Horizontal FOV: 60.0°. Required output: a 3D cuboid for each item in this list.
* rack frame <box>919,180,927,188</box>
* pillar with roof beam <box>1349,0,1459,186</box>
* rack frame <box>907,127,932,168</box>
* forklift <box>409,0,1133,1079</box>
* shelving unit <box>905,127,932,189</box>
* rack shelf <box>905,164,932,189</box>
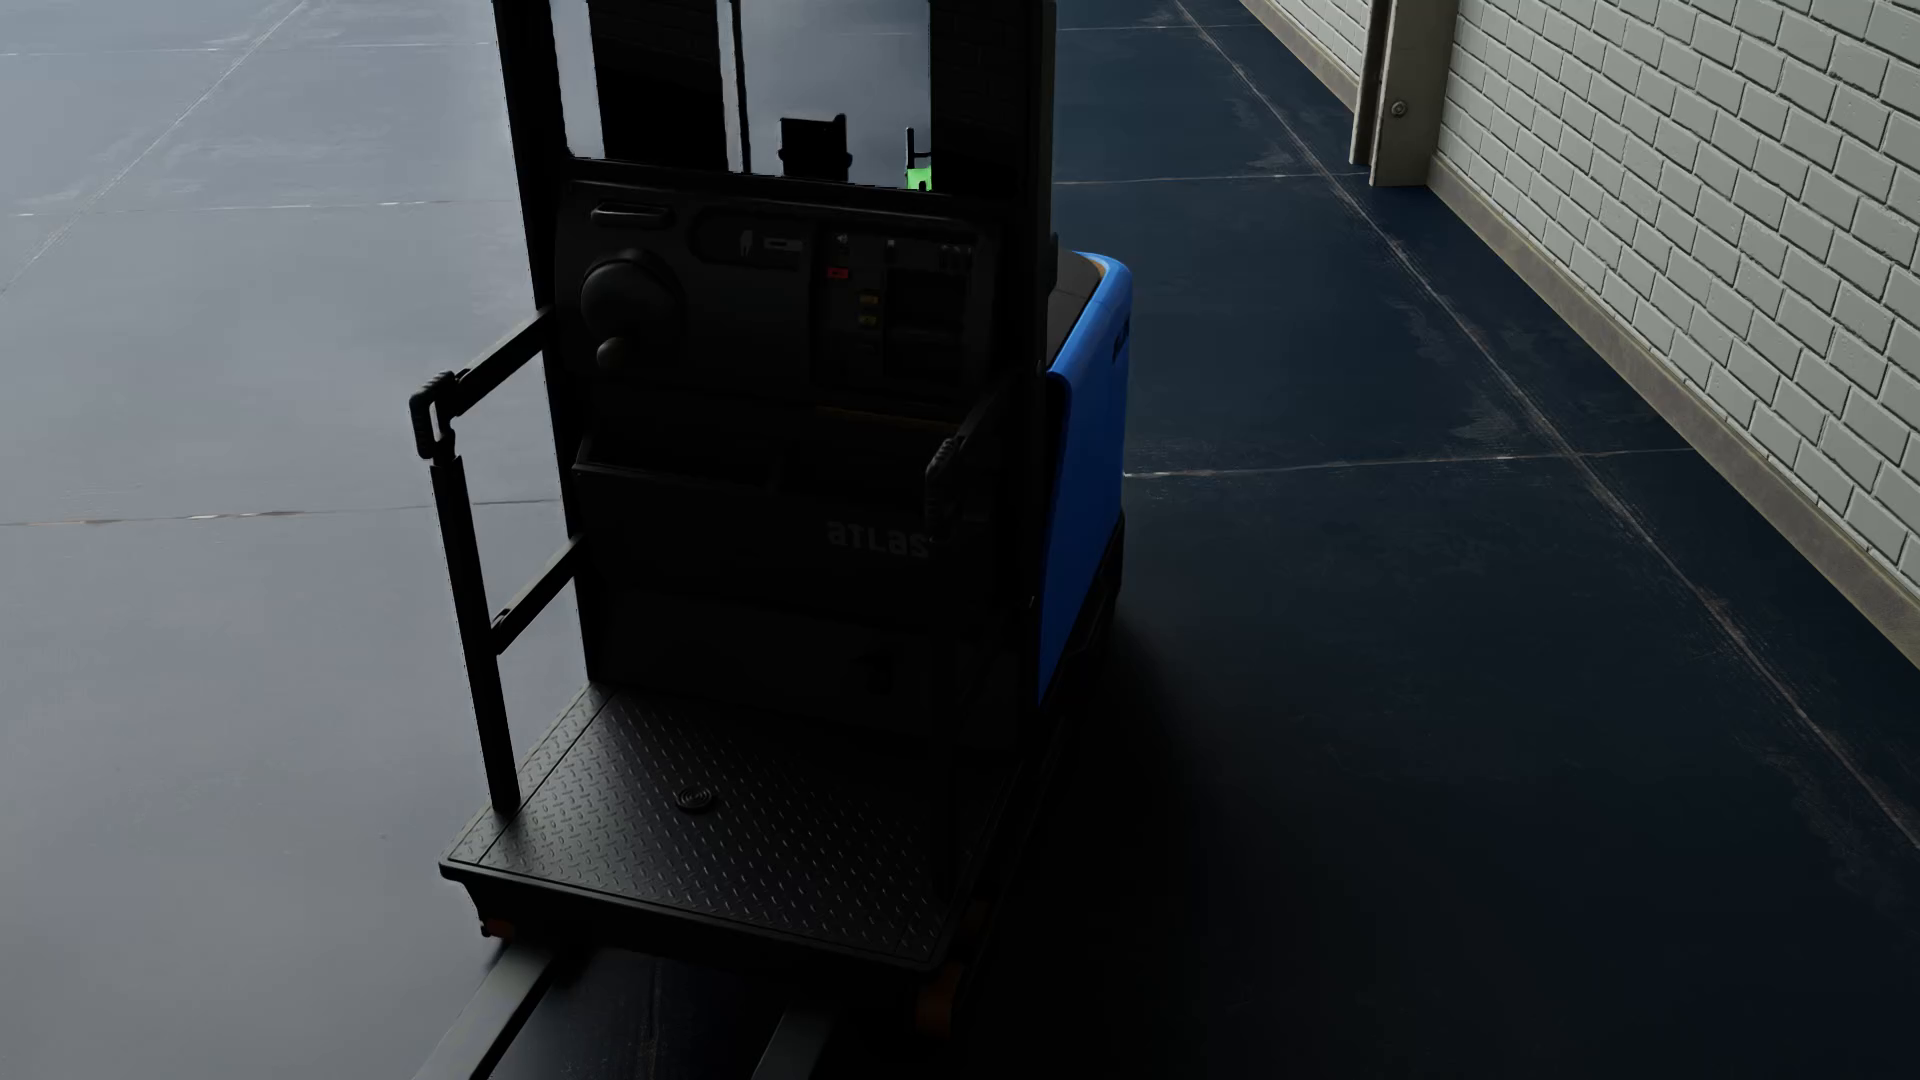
[{"bbox_3d":[0.007,-0.475,4.875,0.240,1.200,0.015,-3,31,-5],"label":"rack frame"},{"bbox_3d":[-2.130,-5.499,5.681,9.100,9.000,0.400,-3,31,-5],"label":"pillar with roof beam"},{"bbox_3d":[-0.038,-0.724,5.292,0.240,1.200,0.015,-3,31,-5],"label":"rack frame"},{"bbox_3d":[-0.432,-0.439,3.126,1.130,2.935,3.031,9,32,14],"label":"forklift"},{"bbox_3d":[-0.015,-0.600,5.084,0.258,1.200,0.503,-3,31,-5],"label":"shelving unit"},{"bbox_3d":[-0.016,-0.957,4.870,0.258,0.148,0.480,-3,31,-5],"label":"rack shelf"}]
